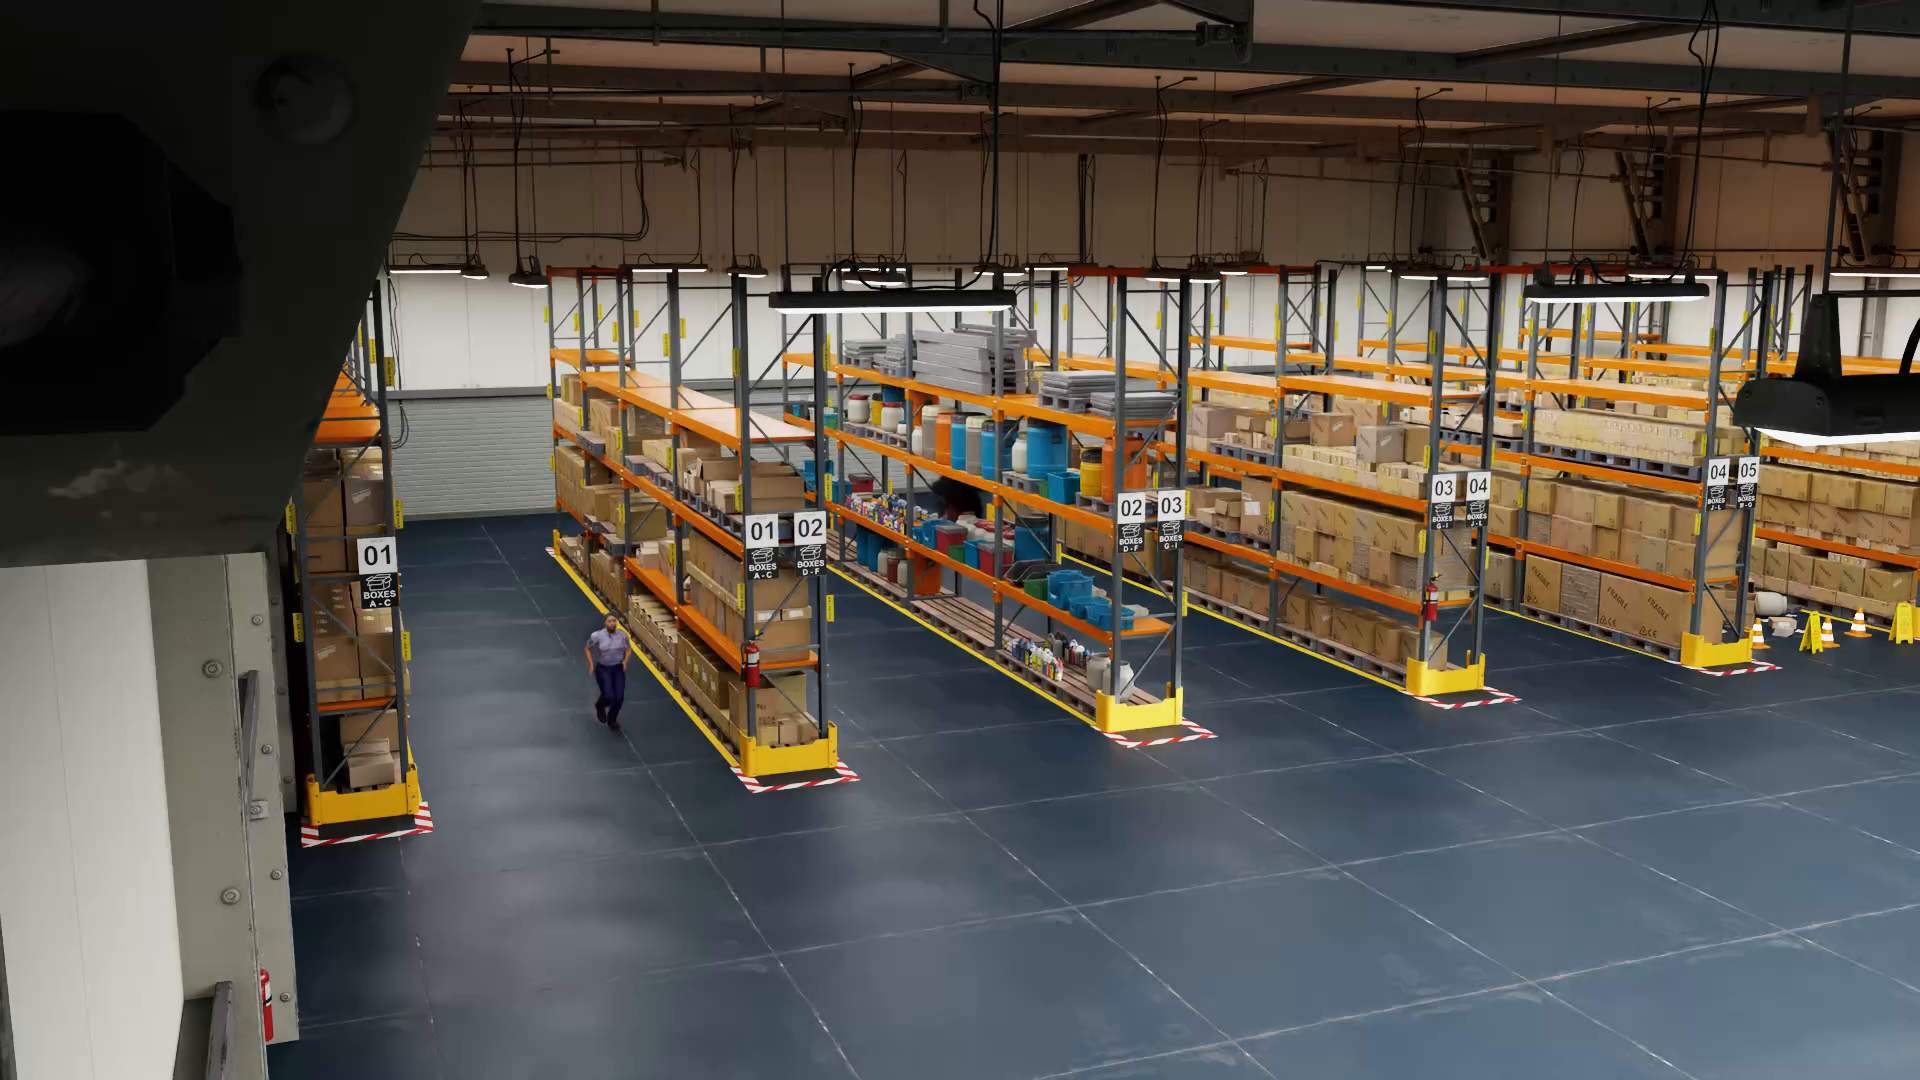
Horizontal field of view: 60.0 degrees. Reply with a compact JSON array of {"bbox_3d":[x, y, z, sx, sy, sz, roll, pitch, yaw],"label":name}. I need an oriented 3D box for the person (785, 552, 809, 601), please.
[{"bbox_3d":[-2.899,0.136,29.309,0.645,1.886,0.772,-6,11,-30],"label":"person"}]

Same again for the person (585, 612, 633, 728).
[{"bbox_3d":[-4.600,1.744,21.993,0.586,1.601,0.661,-5,11,-27],"label":"person"}]
